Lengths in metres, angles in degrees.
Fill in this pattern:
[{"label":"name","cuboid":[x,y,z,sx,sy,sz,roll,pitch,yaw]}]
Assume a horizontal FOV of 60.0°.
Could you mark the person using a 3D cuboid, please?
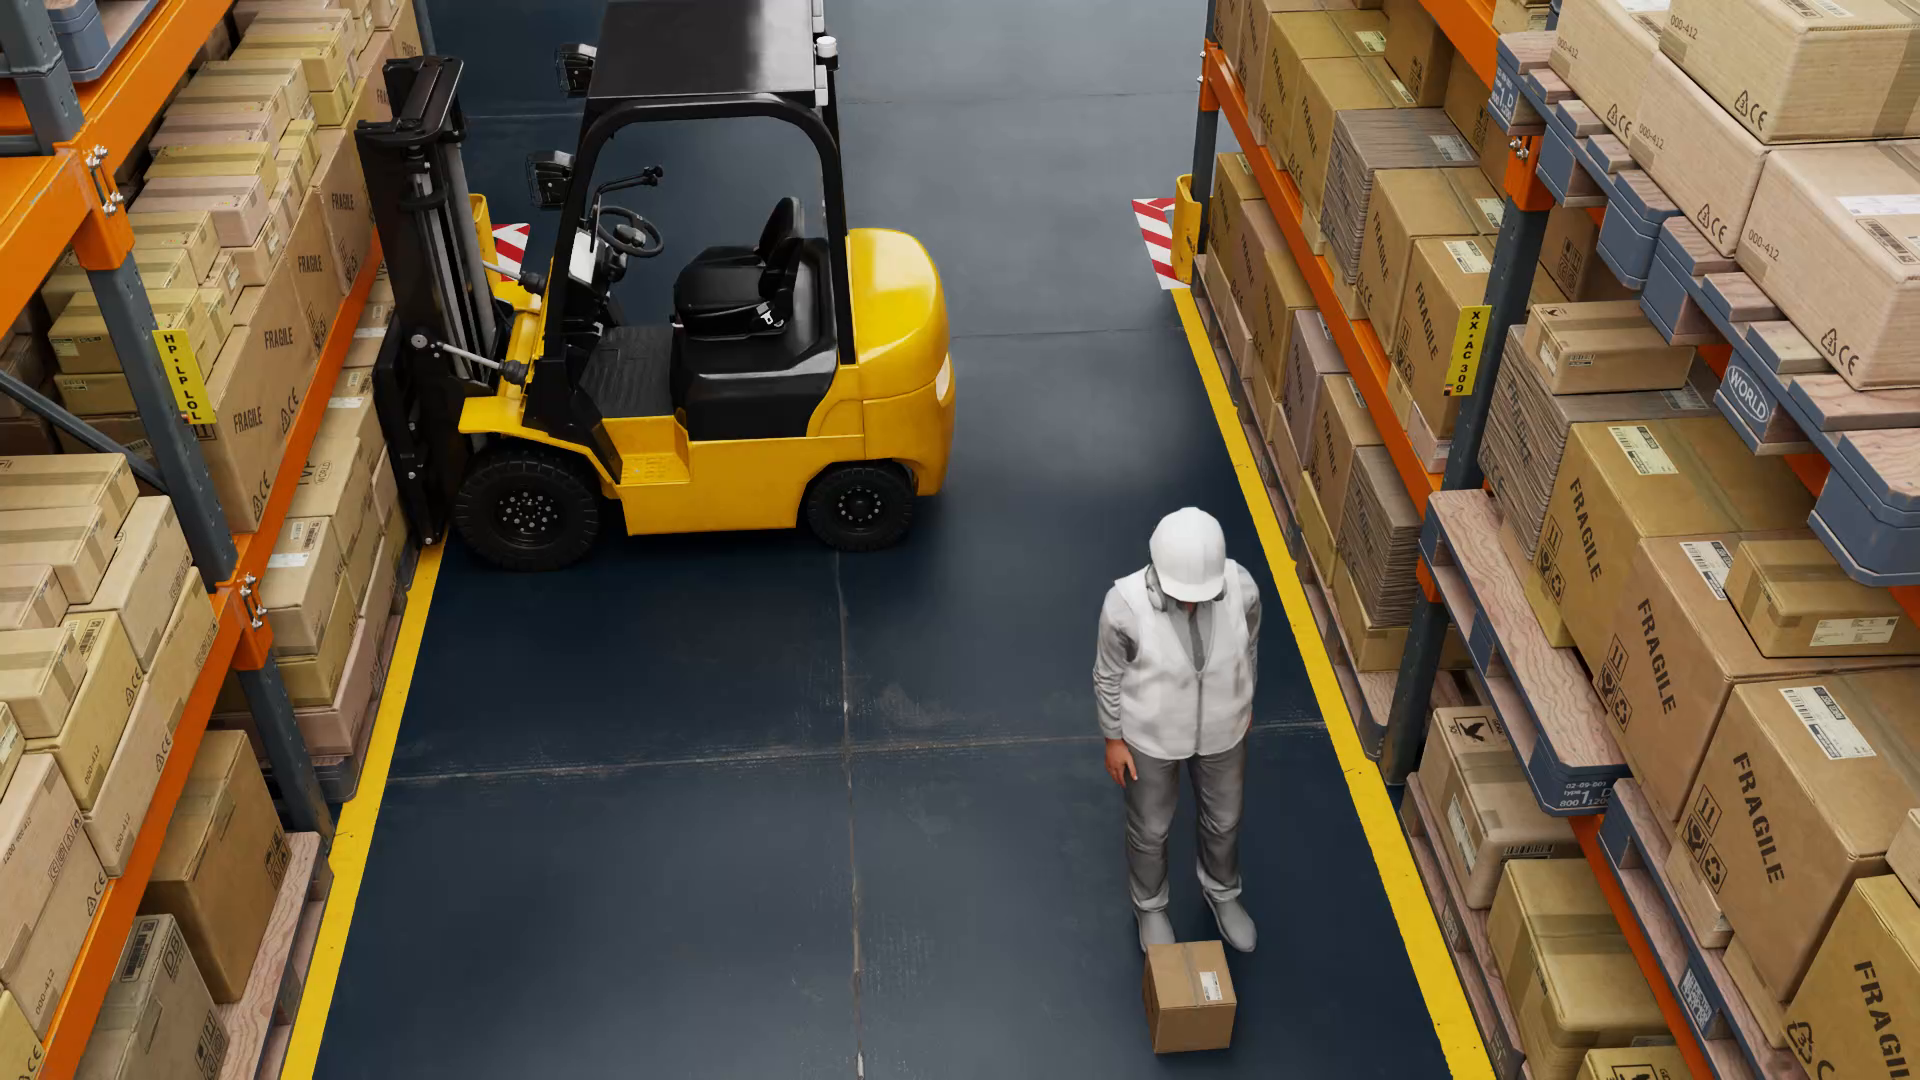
[{"label":"person","cuboid":[0.724,0.638,5.329,0.590,1.794,0.460,-6,39,-8]}]
